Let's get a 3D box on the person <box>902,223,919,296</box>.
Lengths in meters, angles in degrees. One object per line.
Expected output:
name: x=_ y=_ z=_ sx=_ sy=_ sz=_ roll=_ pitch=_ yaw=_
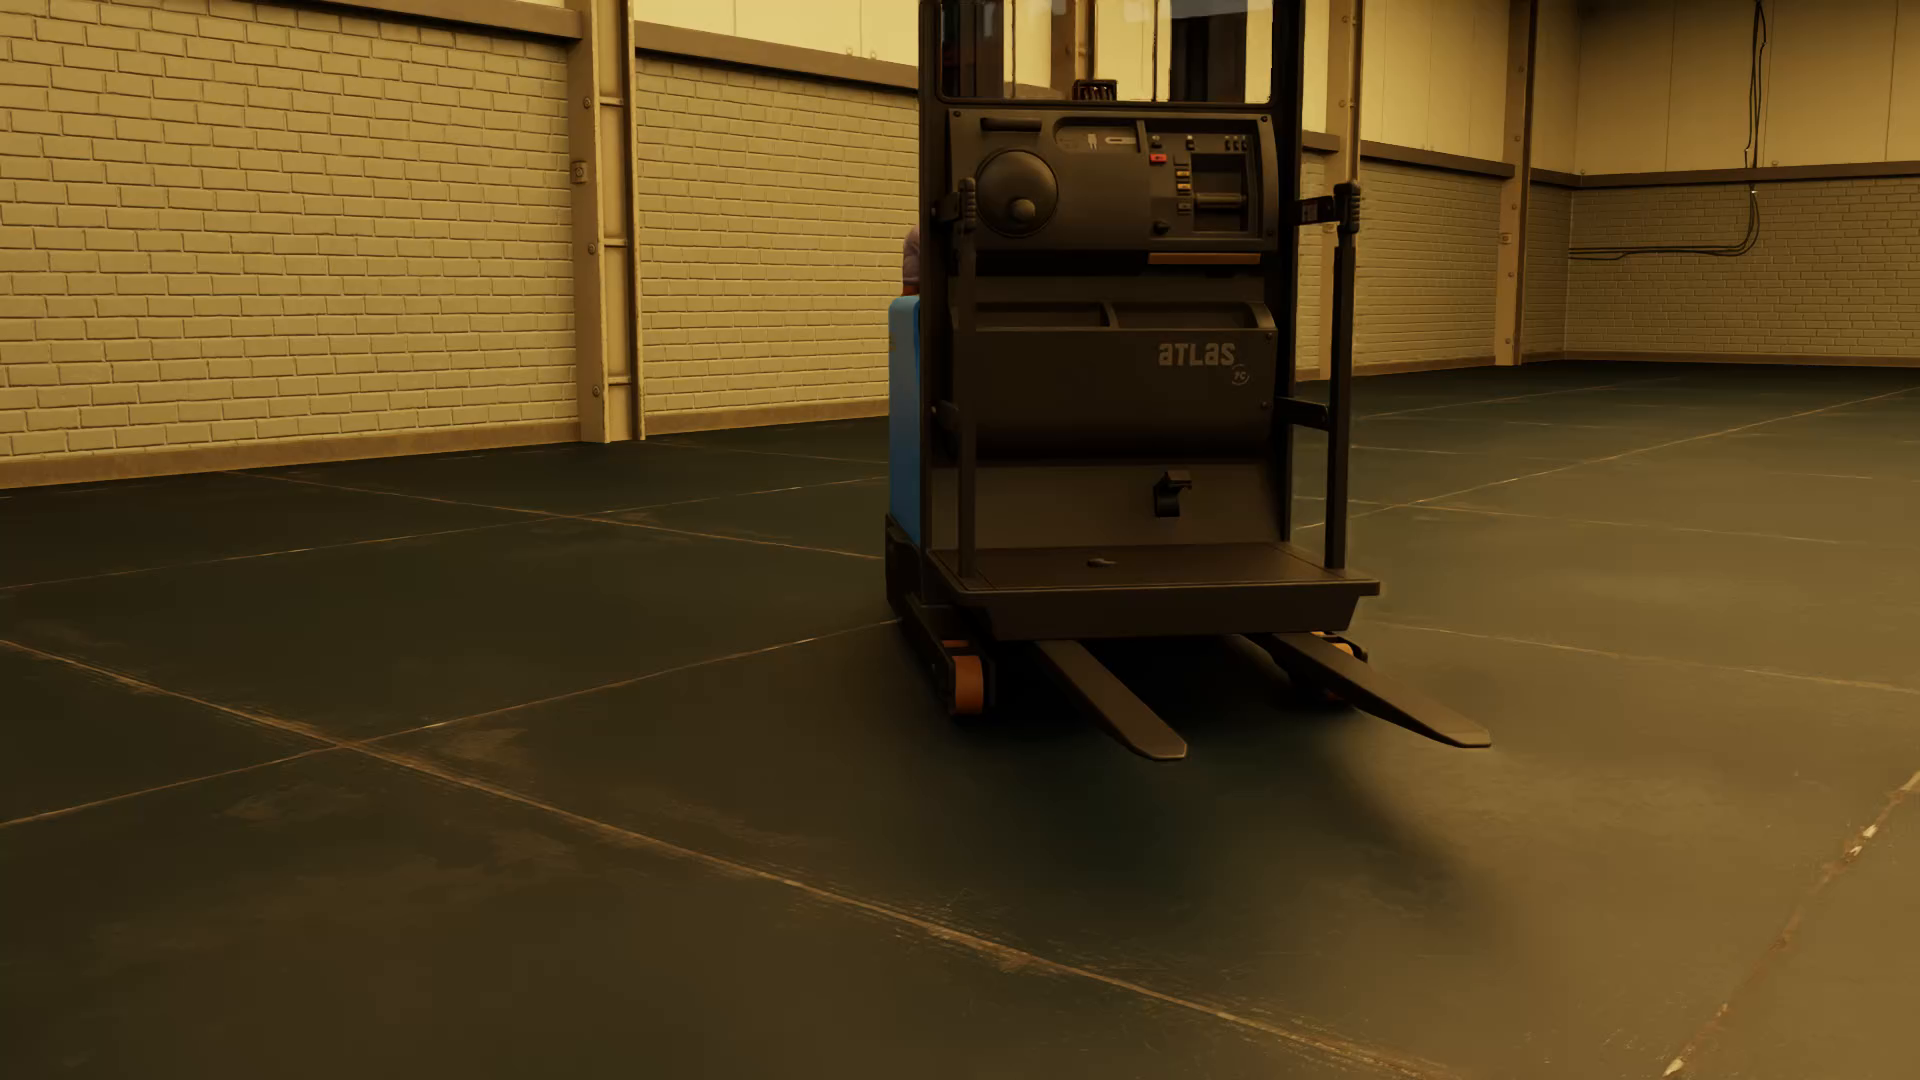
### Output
person: x=0.073 y=-0.831 z=7.339 sx=0.599 sy=1.650 sz=0.503 roll=7 pitch=11 yaw=38

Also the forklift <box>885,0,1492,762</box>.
forklift: x=0.465 y=-1.048 z=4.441 sx=1.130 sy=2.935 sz=3.031 roll=-1 pitch=8 yaw=-8
